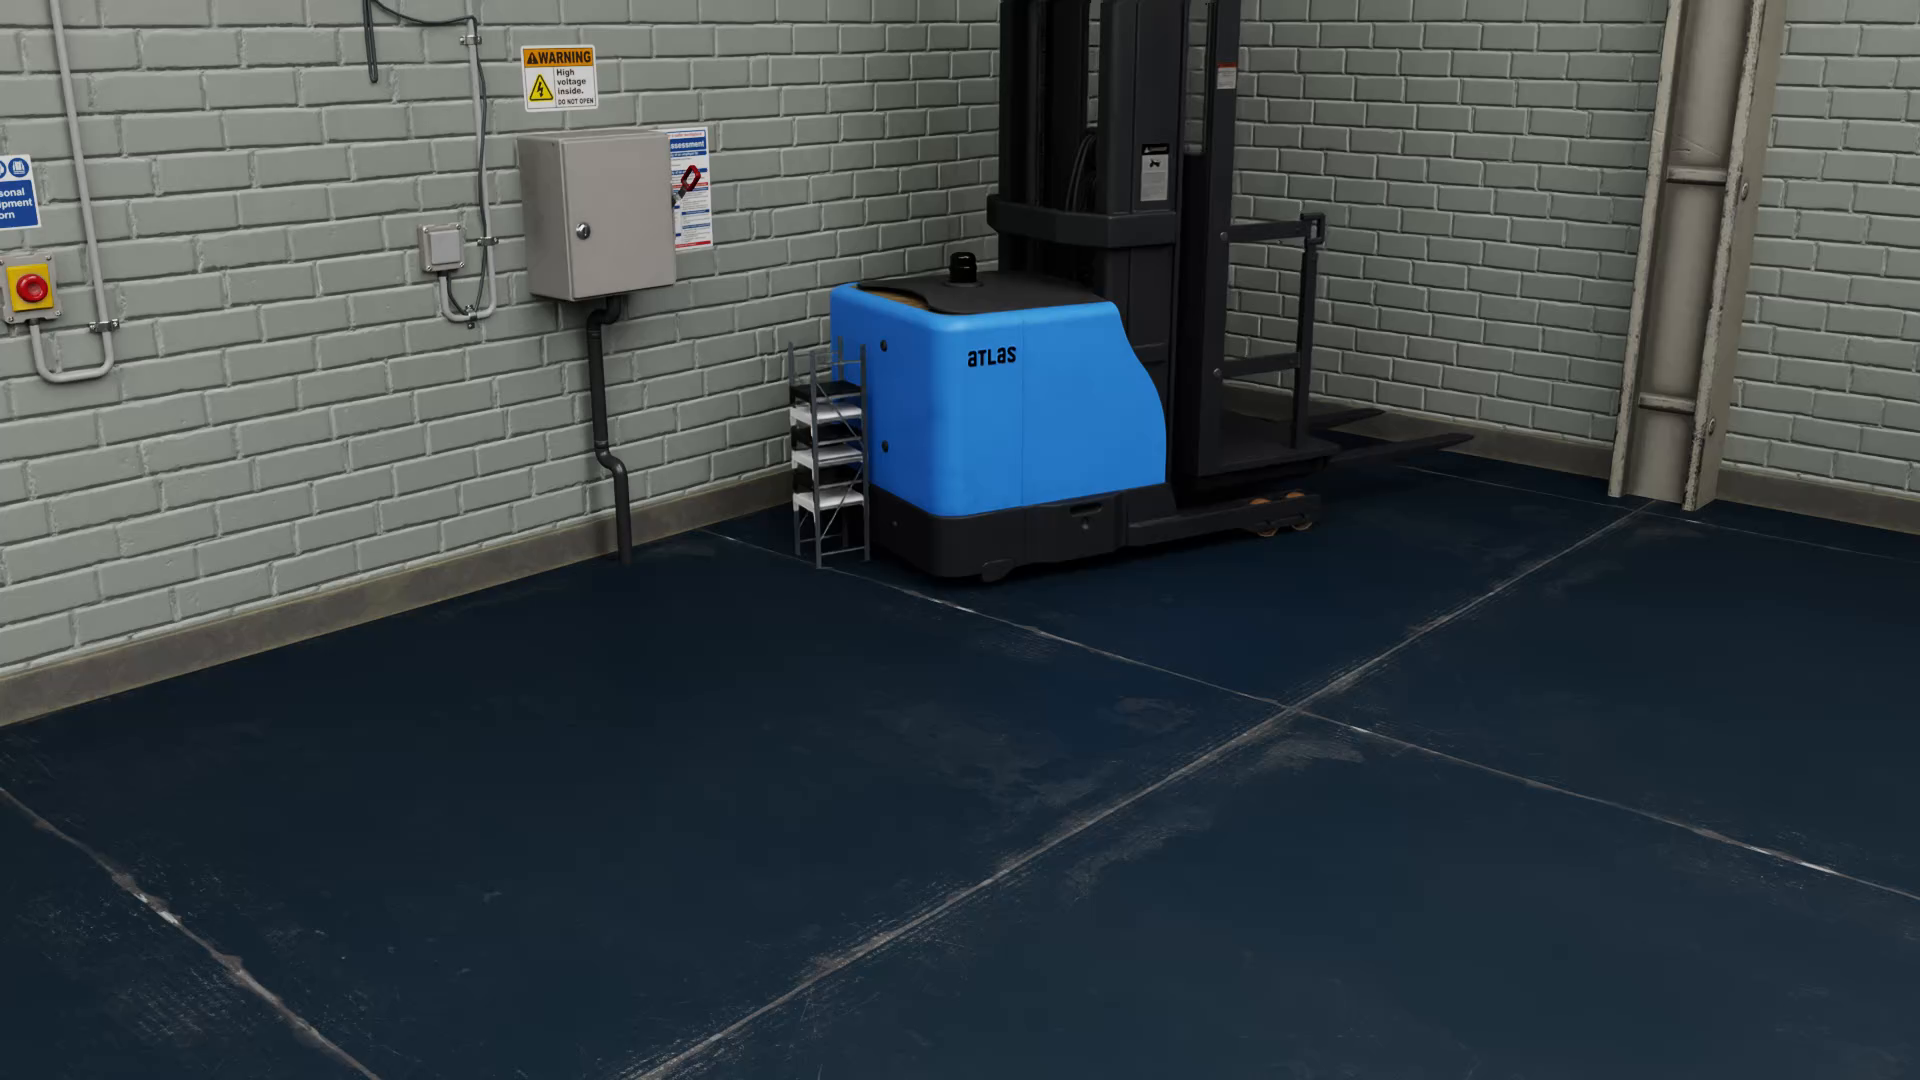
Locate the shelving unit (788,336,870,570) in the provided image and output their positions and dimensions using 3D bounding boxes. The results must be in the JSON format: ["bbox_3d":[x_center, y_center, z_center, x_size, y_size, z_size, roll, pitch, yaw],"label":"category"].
[{"bbox_3d":[-0.528,-0.352,6.732,0.258,0.900,0.210,-10,20,-28],"label":"shelving unit"}]

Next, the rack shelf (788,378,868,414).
[{"bbox_3d":[-0.529,-0.578,6.660,0.258,0.077,0.200,-10,20,-28],"label":"rack shelf"}]

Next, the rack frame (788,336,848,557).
[{"bbox_3d":[-0.579,-0.379,6.816,0.240,0.900,0.006,-10,20,-28],"label":"rack frame"}]

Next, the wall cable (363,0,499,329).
[{"bbox_3d":[-1.901,-1.699,5.827,0.122,1.984,0.588,15,23,39],"label":"wall cable"}]

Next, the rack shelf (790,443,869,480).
[{"bbox_3d":[-0.528,-0.320,6.742,0.258,0.077,0.200,-10,20,-28],"label":"rack shelf"}]

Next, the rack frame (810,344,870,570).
[{"bbox_3d":[-0.477,-0.325,6.648,0.240,0.900,0.006,-10,20,-28],"label":"rack frame"}]

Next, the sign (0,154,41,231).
[{"bbox_3d":[-2.912,-1.022,4.925,0.001,0.218,0.327,15,23,39],"label":"sign"}]

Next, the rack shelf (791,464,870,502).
[{"bbox_3d":[-0.527,-0.235,6.770,0.258,0.077,0.200,-10,20,-28],"label":"rack shelf"}]

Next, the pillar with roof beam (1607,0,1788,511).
[{"bbox_3d":[0.415,-3.519,3.324,0.400,9.000,9.100,15,23,39],"label":"pillar with roof beam"}]

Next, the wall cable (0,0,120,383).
[{"bbox_3d":[-2.834,-1.391,4.804,0.123,1.953,0.585,15,23,39],"label":"wall cable"}]

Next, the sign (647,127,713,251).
[{"bbox_3d":[-1.158,-1.445,6.865,0.001,0.494,0.329,15,23,39],"label":"sign"}]

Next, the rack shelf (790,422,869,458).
[{"bbox_3d":[-0.528,-0.406,6.715,0.258,0.077,0.200,-10,20,-28],"label":"rack shelf"}]

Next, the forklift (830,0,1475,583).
[{"bbox_3d":[0.980,-1.536,7.107,3.031,2.935,1.130,-10,20,-28],"label":"forklift"}]

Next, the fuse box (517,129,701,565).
[{"bbox_3d":[-1.331,-0.723,6.562,0.414,1.711,0.539,15,23,39],"label":"fuse box"}]

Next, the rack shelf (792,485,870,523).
[{"bbox_3d":[-0.527,-0.149,6.797,0.258,0.077,0.200,-10,20,-28],"label":"rack shelf"}]

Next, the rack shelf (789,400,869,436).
[{"bbox_3d":[-0.528,-0.492,6.687,0.258,0.077,0.200,-10,20,-28],"label":"rack shelf"}]

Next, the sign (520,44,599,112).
[{"bbox_3d":[-1.522,-1.760,6.334,0.001,0.242,0.339,15,23,39],"label":"sign"}]
